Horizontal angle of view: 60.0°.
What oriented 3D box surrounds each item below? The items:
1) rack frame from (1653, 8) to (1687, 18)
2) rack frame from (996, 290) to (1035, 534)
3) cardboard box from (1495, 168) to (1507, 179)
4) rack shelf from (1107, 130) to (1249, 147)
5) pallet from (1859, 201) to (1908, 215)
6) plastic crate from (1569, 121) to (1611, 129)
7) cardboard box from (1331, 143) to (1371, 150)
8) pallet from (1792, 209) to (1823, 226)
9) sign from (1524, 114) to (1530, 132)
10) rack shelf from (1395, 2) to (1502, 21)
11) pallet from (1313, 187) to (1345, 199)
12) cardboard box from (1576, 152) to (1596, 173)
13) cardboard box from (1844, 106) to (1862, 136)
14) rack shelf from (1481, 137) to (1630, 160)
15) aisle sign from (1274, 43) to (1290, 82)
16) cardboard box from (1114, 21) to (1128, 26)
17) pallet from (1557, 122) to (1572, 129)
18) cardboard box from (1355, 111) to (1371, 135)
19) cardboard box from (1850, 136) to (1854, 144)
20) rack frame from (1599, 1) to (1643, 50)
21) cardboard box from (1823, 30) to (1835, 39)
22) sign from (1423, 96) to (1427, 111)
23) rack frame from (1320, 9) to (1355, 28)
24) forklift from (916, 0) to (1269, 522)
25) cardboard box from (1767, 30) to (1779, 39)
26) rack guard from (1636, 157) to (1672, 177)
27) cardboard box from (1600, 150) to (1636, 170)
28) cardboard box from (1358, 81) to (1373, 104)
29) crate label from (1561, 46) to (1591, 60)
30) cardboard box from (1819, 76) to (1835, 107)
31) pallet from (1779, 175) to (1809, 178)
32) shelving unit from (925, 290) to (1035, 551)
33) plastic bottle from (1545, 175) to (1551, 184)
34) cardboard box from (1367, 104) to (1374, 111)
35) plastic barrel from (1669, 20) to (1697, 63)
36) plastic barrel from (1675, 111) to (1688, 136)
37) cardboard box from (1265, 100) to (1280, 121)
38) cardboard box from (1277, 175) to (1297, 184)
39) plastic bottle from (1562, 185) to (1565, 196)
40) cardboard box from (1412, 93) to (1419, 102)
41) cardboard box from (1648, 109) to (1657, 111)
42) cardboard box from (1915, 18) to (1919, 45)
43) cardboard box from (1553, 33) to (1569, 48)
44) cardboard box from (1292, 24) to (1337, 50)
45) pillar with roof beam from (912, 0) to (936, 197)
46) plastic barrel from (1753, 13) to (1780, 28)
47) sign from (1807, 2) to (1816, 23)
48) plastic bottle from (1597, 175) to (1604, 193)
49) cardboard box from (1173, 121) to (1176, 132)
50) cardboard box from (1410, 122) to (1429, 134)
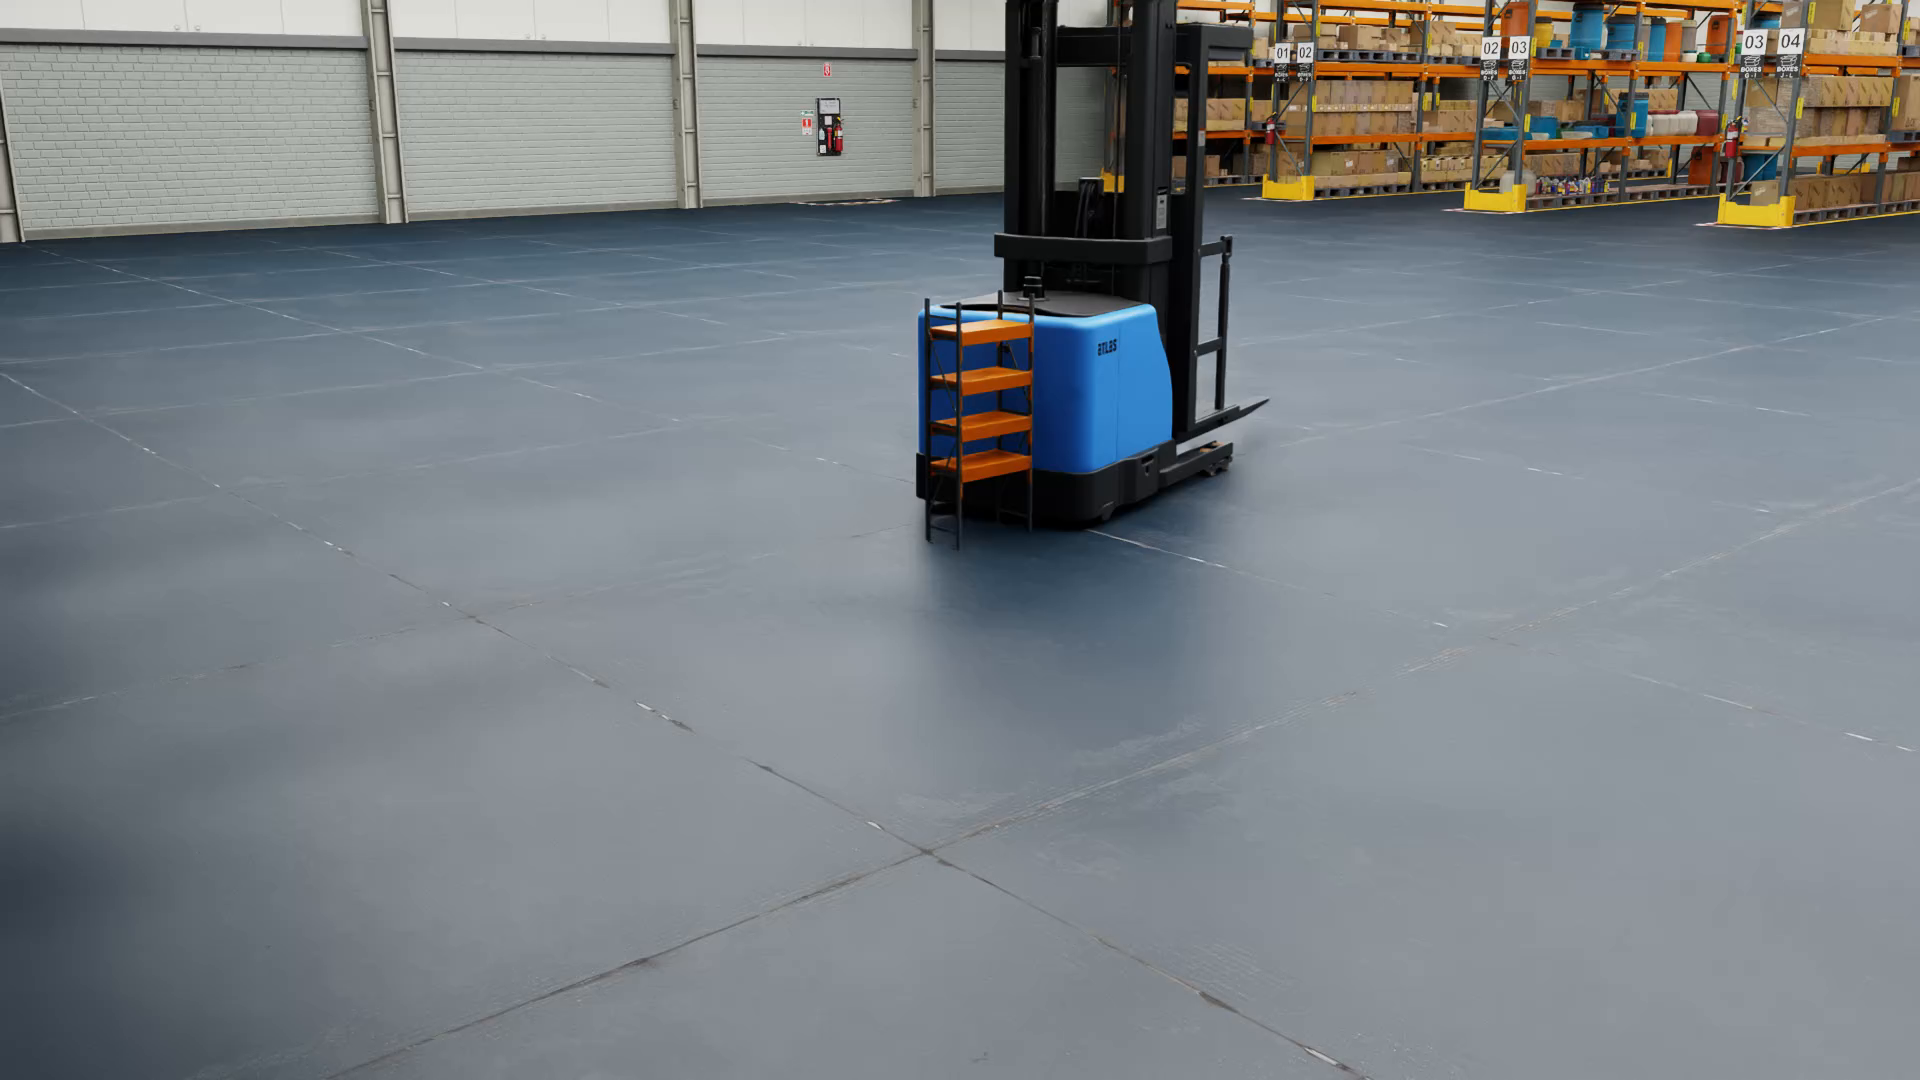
[{"bbox_3d":[19.107,-14.374,44.626,0.127,3.000,1.000,-13,19,-39],"label":"rack frame"},{"bbox_3d":[0.274,-0.635,8.303,0.015,1.200,0.240,-14,20,-41],"label":"rack frame"},{"bbox_3d":[12.835,-8.859,40.116,0.500,0.250,0.500,-12,19,-38],"label":"cardboard box"},{"bbox_3d":[5.291,-9.720,40.222,4.000,0.370,1.077,-13,19,-39],"label":"rack shelf"},{"bbox_3d":[17.140,-6.299,31.422,1.213,0.211,1.003,-13,19,-39],"label":"pallet"},{"bbox_3d":[12.824,-8.384,33.946,0.504,0.338,0.767,-13,19,-39],"label":"plastic crate"},{"bbox_3d":[10.458,-10.348,44.529,0.750,0.750,0.750,-13,20,-40],"label":"cardboard box"},{"bbox_3d":[14.230,-5.633,28.928,1.213,0.211,1.003,-13,19,-39],"label":"pallet"},{"bbox_3d":[10.643,-7.826,31.201,0.005,0.325,0.100,-13,19,-39],"label":"sign"},{"bbox_3d":[11.563,-12.139,38.428,4.000,0.370,1.077,-13,19,-39],"label":"rack shelf"},{"bbox_3d":[7.586,-7.556,36.128,1.213,0.211,1.003,-13,19,-39],"label":"pallet"},{"bbox_3d":[15.905,-9.664,42.607,0.500,0.500,0.500,-13,20,-40],"label":"cardboard box"},{"bbox_3d":[15.463,-7.460,29.594,0.500,0.500,0.875,-13,19,-39],"label":"cardboard box"},{"bbox_3d":[11.794,-7.792,33.002,4.000,0.370,1.077,-13,19,-39],"label":"rack shelf"},{"bbox_3d":[6.794,-10.067,35.090,0.004,0.787,0.394,-13,19,-39],"label":"aisle sign"},{"bbox_3d":[3.936,-11.843,38.793,0.500,0.500,0.500,-12,19,-37],"label":"cardboard box"},{"bbox_3d":[14.536,-10.358,41.588,1.213,0.211,1.003,-13,19,-39],"label":"pallet"},{"bbox_3d":[8.563,-9.153,36.511,0.500,0.500,0.700,-12,19,-38],"label":"cardboard box"},{"bbox_3d":[15.609,-7.097,29.493,0.250,0.149,0.380,-13,19,-39],"label":"cardboard box"},{"bbox_3d":[13.303,-11.376,33.403,0.127,3.000,1.000,-13,19,-39],"label":"rack frame"},{"bbox_3d":[14.517,-8.531,28.082,0.250,0.149,0.380,-12,19,-37],"label":"cardboard box"},{"bbox_3d":[10.419,-9.792,37.264,0.005,0.325,0.100,-13,19,-39],"label":"sign"},{"bbox_3d":[9.817,-13.983,43.160,0.127,3.000,1.000,-13,19,-39],"label":"rack frame"},{"bbox_3d":[0.956,-1.839,9.455,1.130,2.935,3.031,9,17,30],"label":"forklift"},{"bbox_3d":[13.541,-8.513,28.015,0.250,0.149,0.380,-13,19,-39],"label":"cardboard box"},{"bbox_3d":[19.049,-10.255,45.675,0.348,0.500,1.175,-13,19,-39],"label":"rack guard"},{"bbox_3d":[17.503,-10.124,44.324,0.637,0.503,0.797,-13,19,-39],"label":"cardboard box"},{"bbox_3d":[8.588,-9.787,36.369,0.500,0.500,0.700,-13,19,-39],"label":"cardboard box"},{"bbox_3d":[11.914,-9.431,32.219,0.408,0.251,0.502,-13,19,-39],"label":"crate label"},{"bbox_3d":[14.512,-7.635,28.312,0.500,0.500,0.500,-13,19,-39],"label":"cardboard box"},{"bbox_3d":[20.788,-8.826,40.883,1.213,0.211,1.003,-13,19,-39],"label":"pallet"},{"bbox_3d":[0.097,-0.592,8.142,0.503,1.200,0.258,-14,20,-41],"label":"shelving unit"},{"bbox_3d":[11.958,-7.251,33.864,0.185,0.351,0.144,-13,20,-40],"label":"plastic bottle"},{"bbox_3d":[8.832,-9.457,36.390,0.250,0.149,0.380,-12,19,-38],"label":"cardboard box"},{"bbox_3d":[15.558,-10.750,35.900,0.600,0.901,0.600,0,15,0],"label":"plastic barrel"},{"bbox_3d":[15.367,-8.923,35.624,0.421,0.512,0.421,0,15,0],"label":"plastic barrel"},{"bbox_3d":[7.632,-10.840,41.975,0.500,0.500,0.700,-10,18,-34],"label":"cardboard box"},{"bbox_3d":[7.247,-7.788,36.109,0.500,0.250,0.500,-13,19,-39],"label":"cardboard box"},{"bbox_3d":[11.936,-6.925,32.933,0.097,0.201,0.097,0,15,0],"label":"plastic bottle"},{"bbox_3d":[12.258,-12.112,45.521,0.500,0.250,0.500,-12,19,-38],"label":"cardboard box"},{"bbox_3d":[18.178,-11.223,44.261,0.500,0.500,0.500,-12,19,-39],"label":"cardboard box"},{"bbox_3d":[17.684,-9.436,30.937,0.637,0.503,0.797,-12,19,-37],"label":"cardboard box"},{"bbox_3d":[14.656,-12.249,41.283,0.600,0.600,0.600,-14,20,-41],"label":"cardboard box"},{"bbox_3d":[7.473,-10.632,35.142,0.637,0.503,0.797,-11,18,-36],"label":"cardboard box"},{"bbox_3d":[2.042,-11.060,32.218,0.400,9.000,9.100,-13,19,-39],"label":"pillar with roof beam"},{"bbox_3d":[18.151,-11.409,37.551,0.708,0.901,0.600,-13,19,-39],"label":"plastic barrel"},{"bbox_3d":[13.893,-8.602,27.135,0.005,0.325,0.100,-13,19,-39],"label":"sign"},{"bbox_3d":[13.006,-7.246,33.844,0.185,0.351,0.144,-13,20,-41],"label":"plastic bottle"},{"bbox_3d":[4.741,-9.778,39.296,0.500,0.250,0.500,-13,20,-41],"label":"cardboard box"},{"bbox_3d":[10.397,-9.462,38.153,0.500,0.250,0.500,-11,19,-36],"label":"cardboard box"}]
